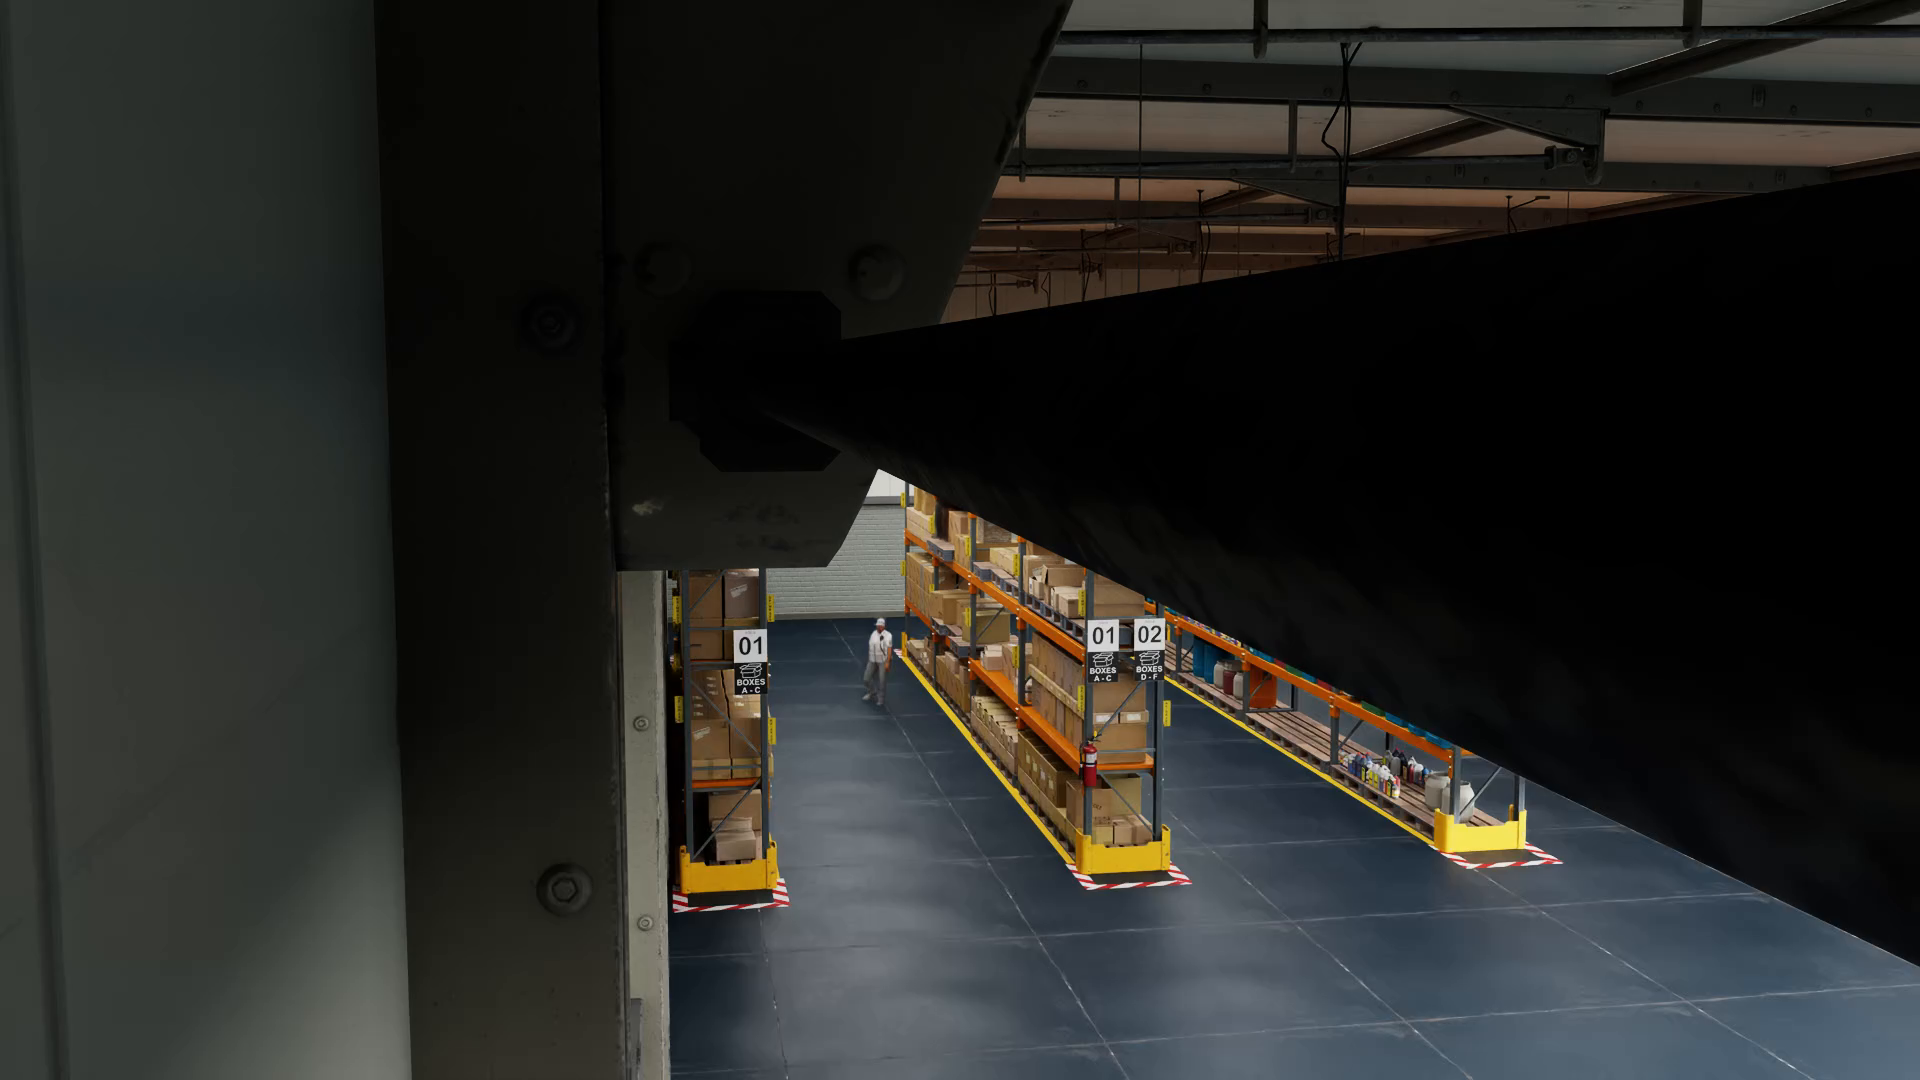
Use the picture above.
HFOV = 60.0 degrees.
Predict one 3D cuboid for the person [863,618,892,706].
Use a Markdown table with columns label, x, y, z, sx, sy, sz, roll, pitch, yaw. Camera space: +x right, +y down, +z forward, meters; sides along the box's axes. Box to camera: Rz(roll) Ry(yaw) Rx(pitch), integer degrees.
| label | x | y | z | sx | sy | sz | roll | pitch | yaw |
| --- | --- | --- | --- | --- | --- | --- | --- | --- | --- |
| person | -1.557 | 2.289 | 31.216 | 0.653 | 1.682 | 0.505 | 3 | 6 | 24 |
